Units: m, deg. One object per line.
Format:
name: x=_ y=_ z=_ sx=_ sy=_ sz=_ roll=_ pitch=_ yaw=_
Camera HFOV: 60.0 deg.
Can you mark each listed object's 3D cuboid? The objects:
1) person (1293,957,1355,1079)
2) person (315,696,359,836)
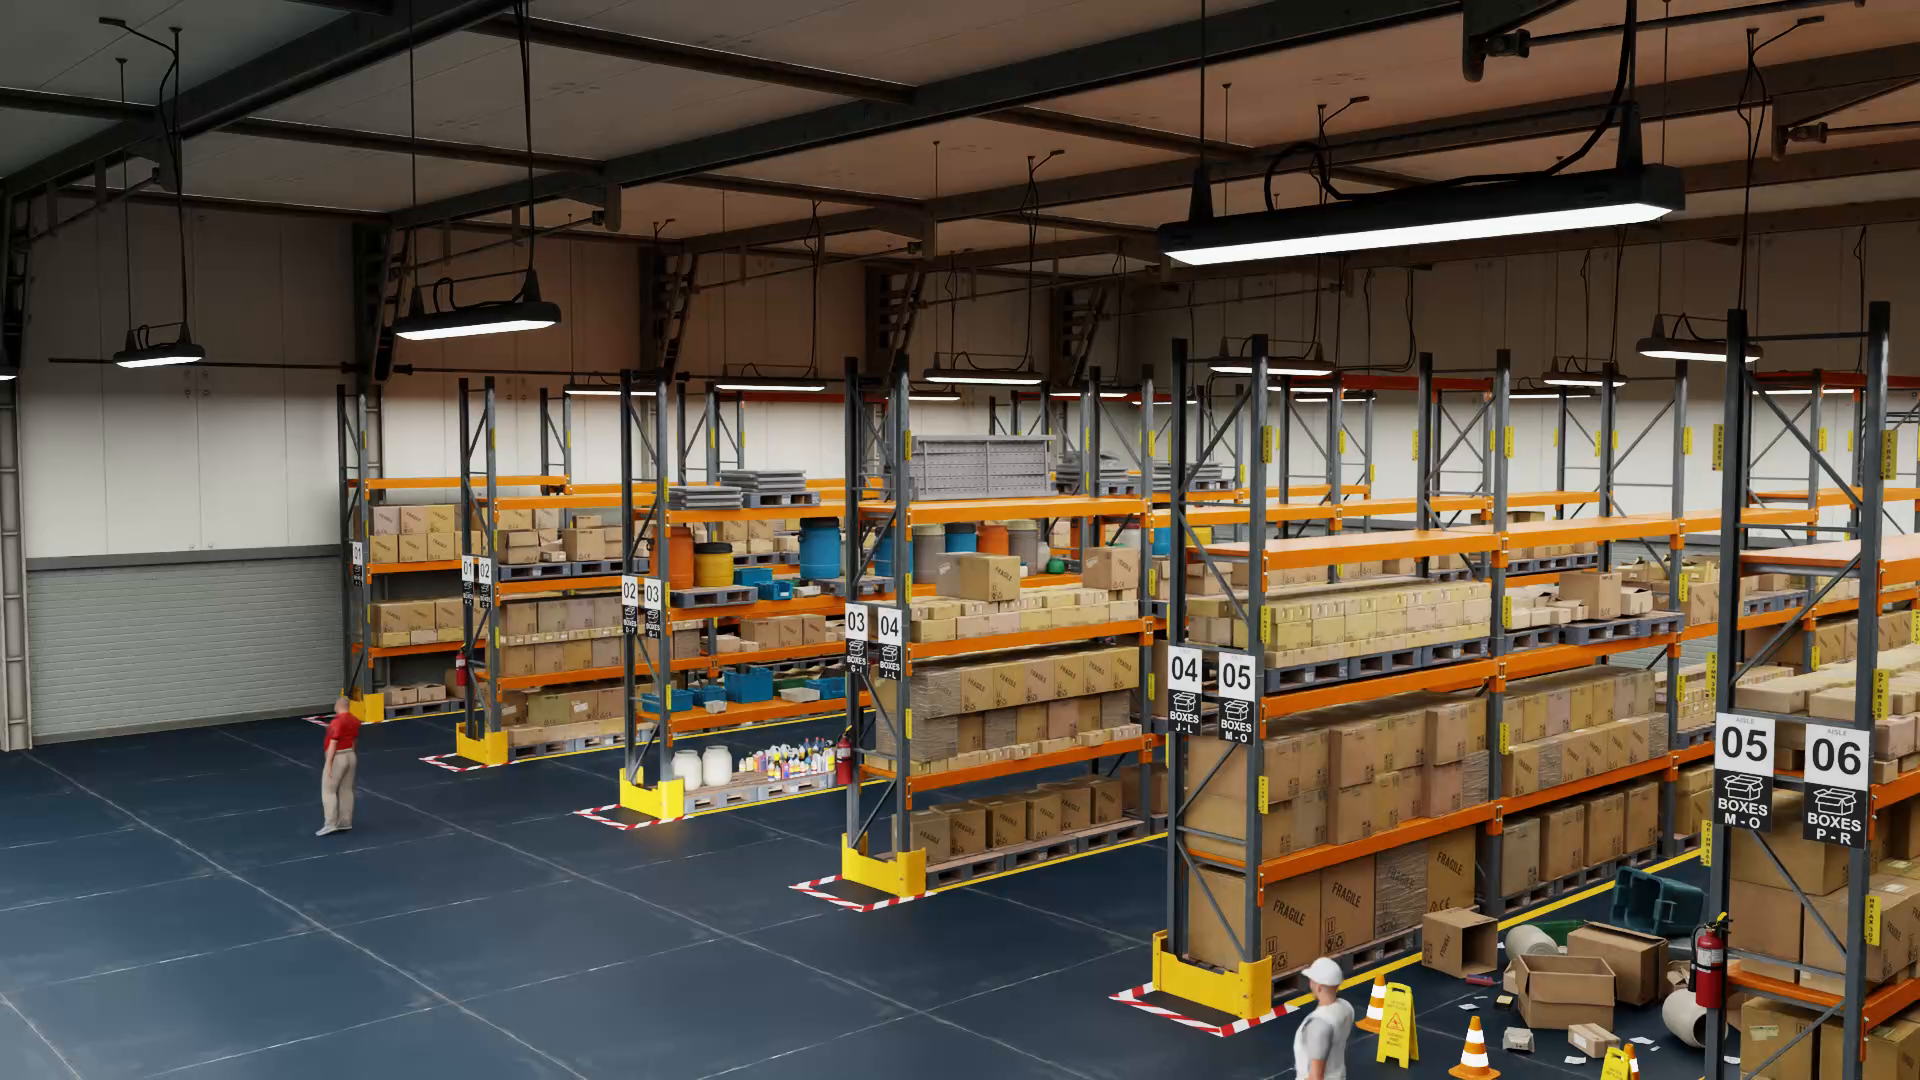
person: x=2.290 y=3.562 z=10.692 sx=0.457 sy=1.786 sz=0.604 roll=1 pitch=4 yaw=17
person: x=-8.028 y=2.909 z=21.466 sx=0.385 sy=1.777 sz=0.603 roll=1 pitch=4 yaw=16
